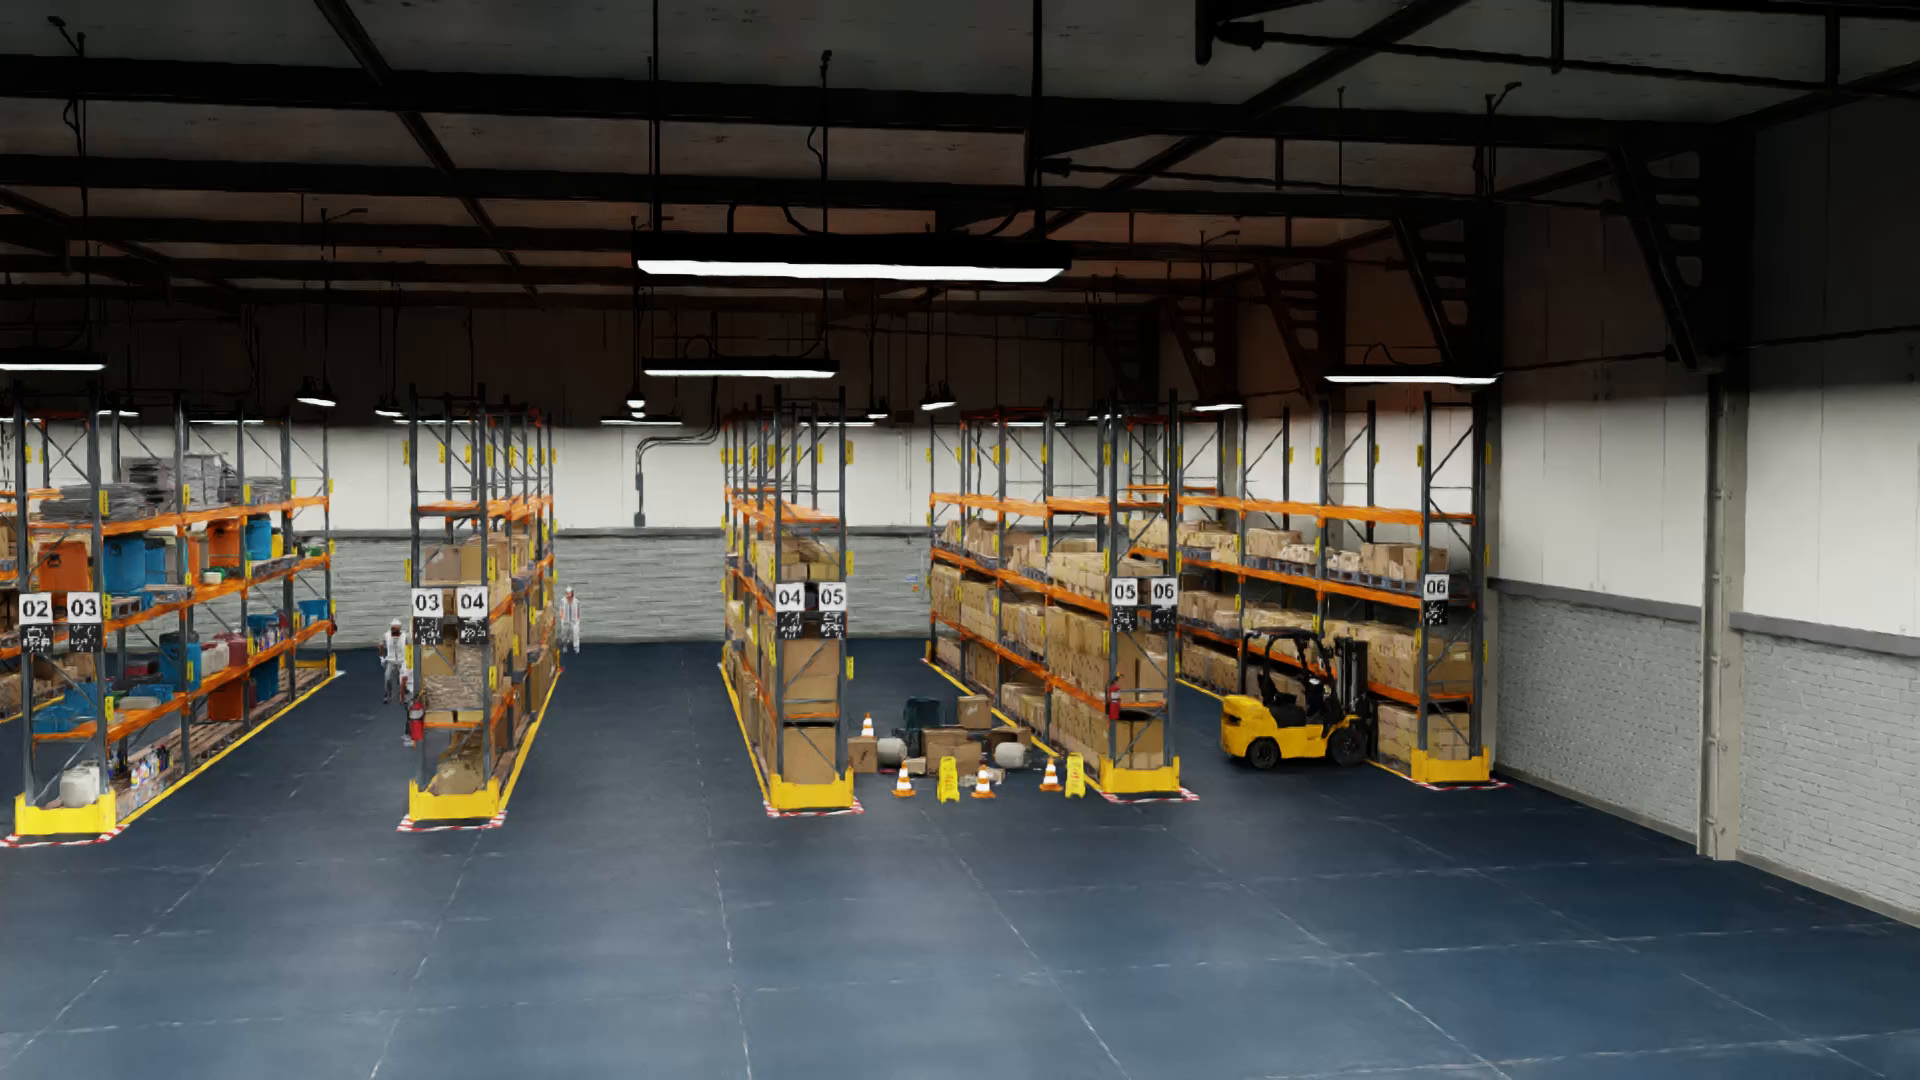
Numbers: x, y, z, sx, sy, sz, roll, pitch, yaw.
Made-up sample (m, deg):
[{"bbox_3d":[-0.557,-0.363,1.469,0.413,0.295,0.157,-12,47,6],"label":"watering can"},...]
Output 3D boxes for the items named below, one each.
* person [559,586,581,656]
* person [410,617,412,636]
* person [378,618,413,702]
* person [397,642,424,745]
[{"bbox_3d":[-9.770,2.019,41.615,0.526,1.728,1.030,-1,3,-19],"label":"person"},{"bbox_3d":[-12.121,2.226,37.561,0.599,1.696,1.176,0,3,-9],"label":"person"},{"bbox_3d":[-11.396,2.439,33.628,0.702,1.735,0.549,-1,3,-13],"label":"person"},{"bbox_3d":[-9.541,2.648,28.938,0.578,1.744,0.654,1,3,17],"label":"person"}]
